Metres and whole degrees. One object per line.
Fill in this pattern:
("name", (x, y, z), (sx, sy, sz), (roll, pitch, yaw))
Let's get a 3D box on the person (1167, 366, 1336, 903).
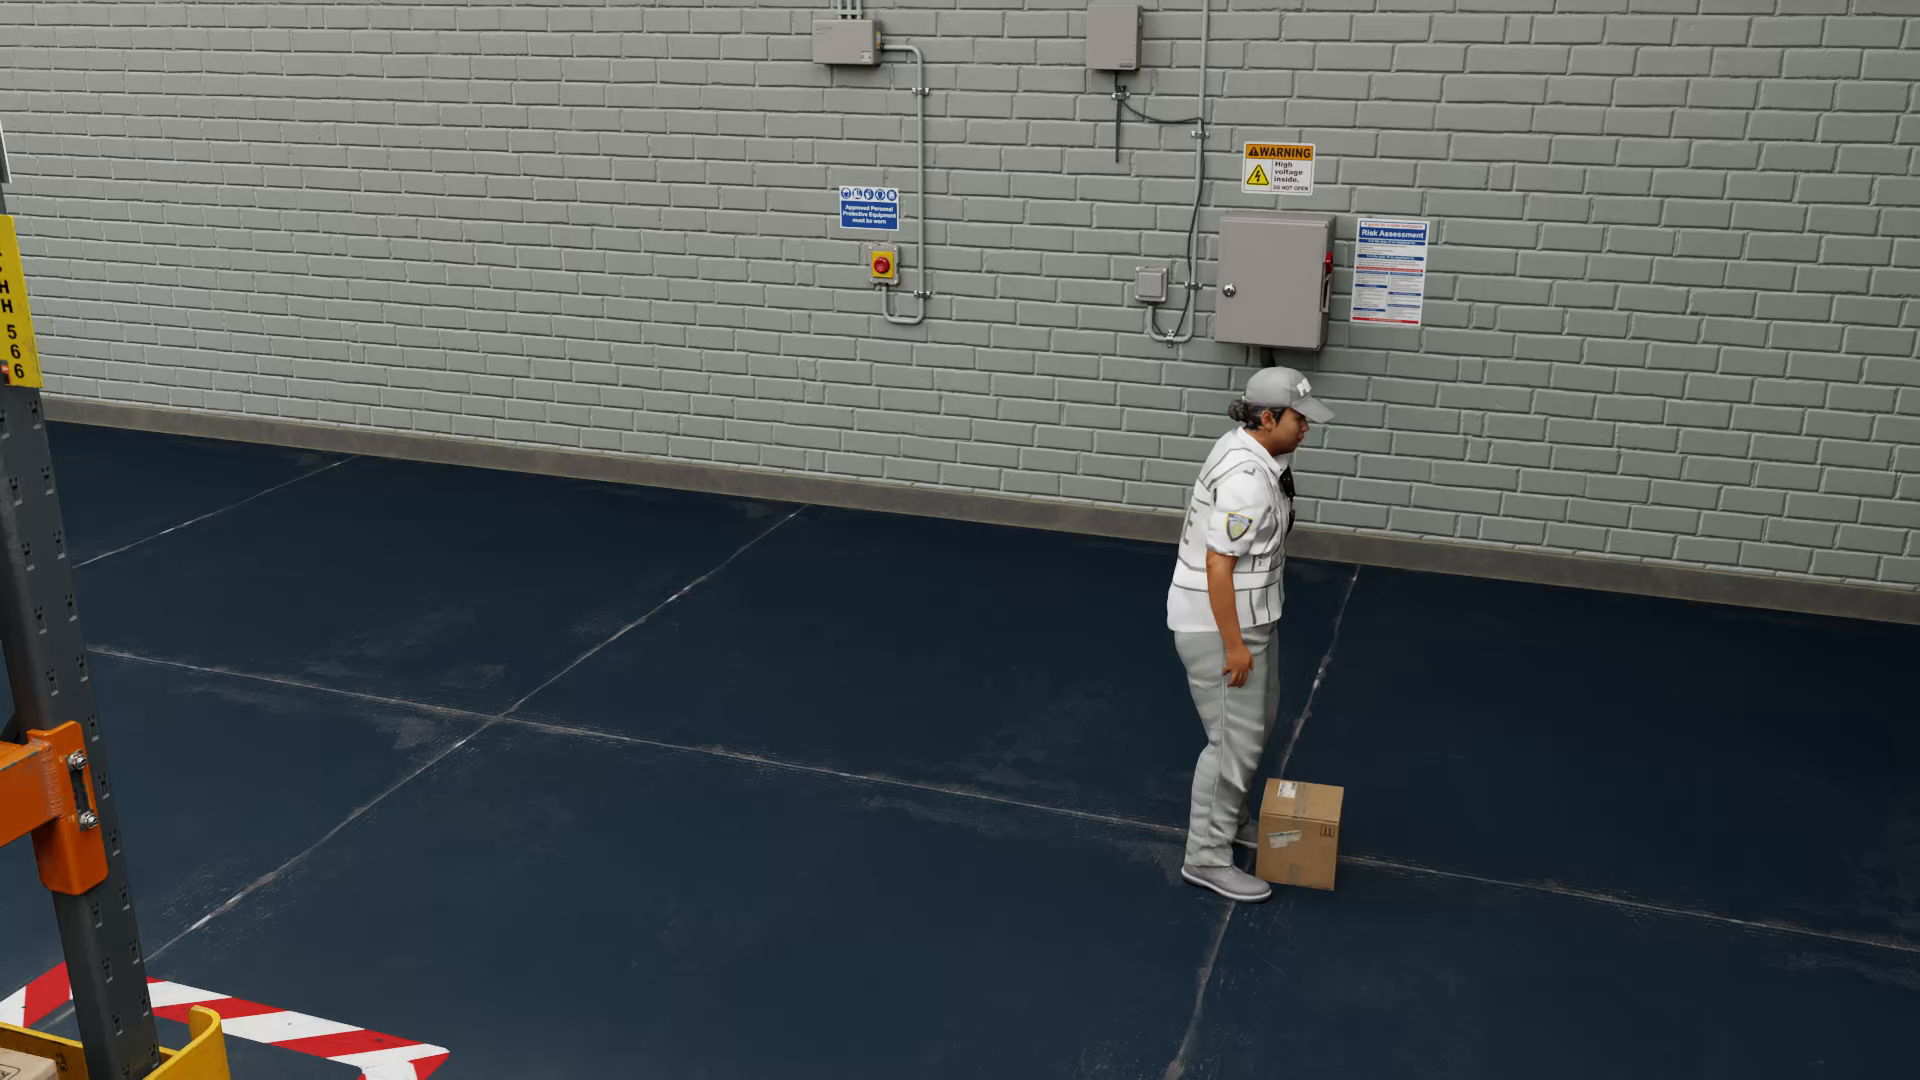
("person", (0.897, 0.271, 5.258), (0.470, 1.664, 0.548), (6, 20, 16))
